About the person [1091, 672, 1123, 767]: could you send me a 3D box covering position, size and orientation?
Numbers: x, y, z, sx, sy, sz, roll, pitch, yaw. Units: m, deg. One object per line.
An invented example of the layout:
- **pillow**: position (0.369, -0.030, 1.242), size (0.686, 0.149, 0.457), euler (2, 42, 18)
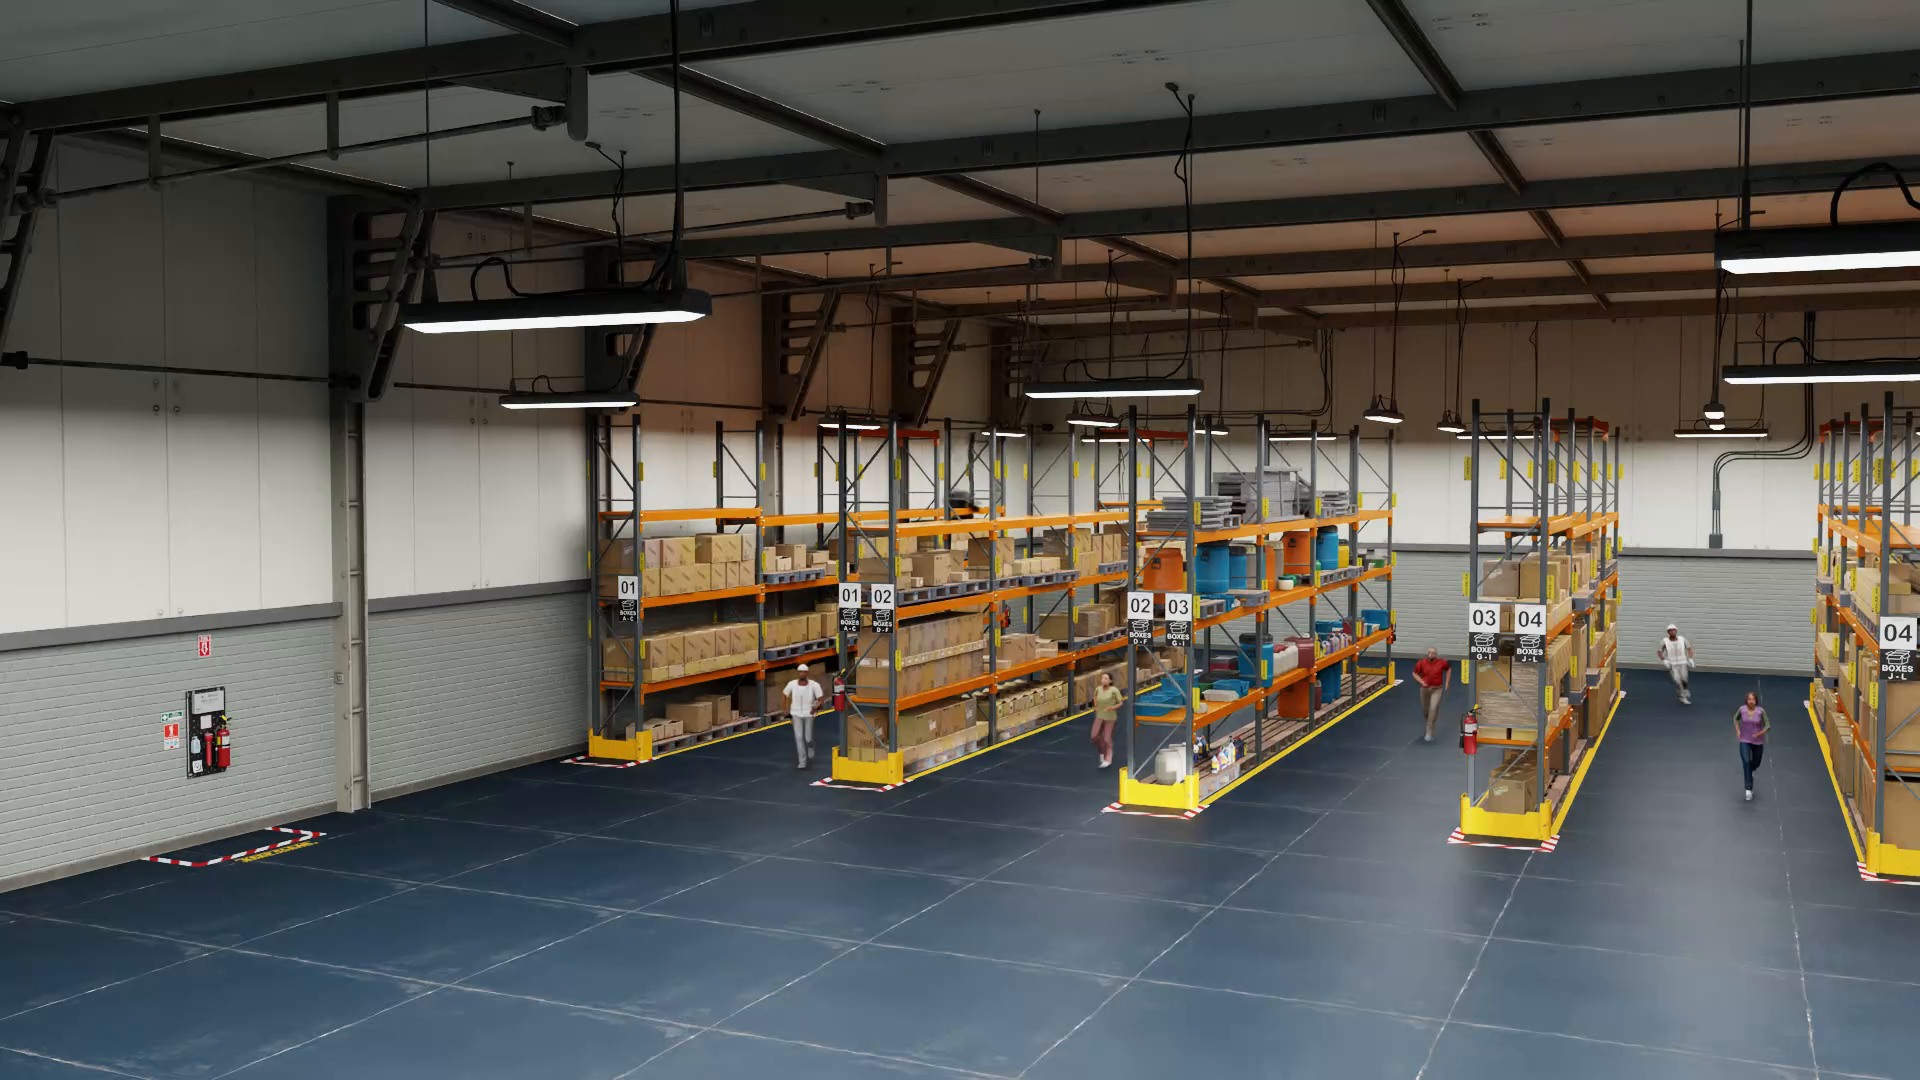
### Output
- **person**: position (2.463, 3.027, 28.037), size (0.582, 1.628, 0.576), euler (1, 3, 27)

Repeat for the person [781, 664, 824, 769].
- **person**: position (-2.682, 2.975, 28.241), size (0.732, 1.737, 0.810), euler (0, 2, 0)

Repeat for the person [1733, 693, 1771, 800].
- **person**: position (12.280, 3.155, 25.788), size (0.507, 1.594, 1.034), euler (1, 2, 19)

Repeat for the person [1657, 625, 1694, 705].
- **person**: position (15.388, 2.679, 35.746), size (0.733, 1.707, 0.502), euler (1, 2, 16)

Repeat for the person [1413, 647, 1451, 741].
- **person**: position (8.875, 2.863, 31.303), size (0.686, 1.731, 1.011), euler (1, 2, 20)
